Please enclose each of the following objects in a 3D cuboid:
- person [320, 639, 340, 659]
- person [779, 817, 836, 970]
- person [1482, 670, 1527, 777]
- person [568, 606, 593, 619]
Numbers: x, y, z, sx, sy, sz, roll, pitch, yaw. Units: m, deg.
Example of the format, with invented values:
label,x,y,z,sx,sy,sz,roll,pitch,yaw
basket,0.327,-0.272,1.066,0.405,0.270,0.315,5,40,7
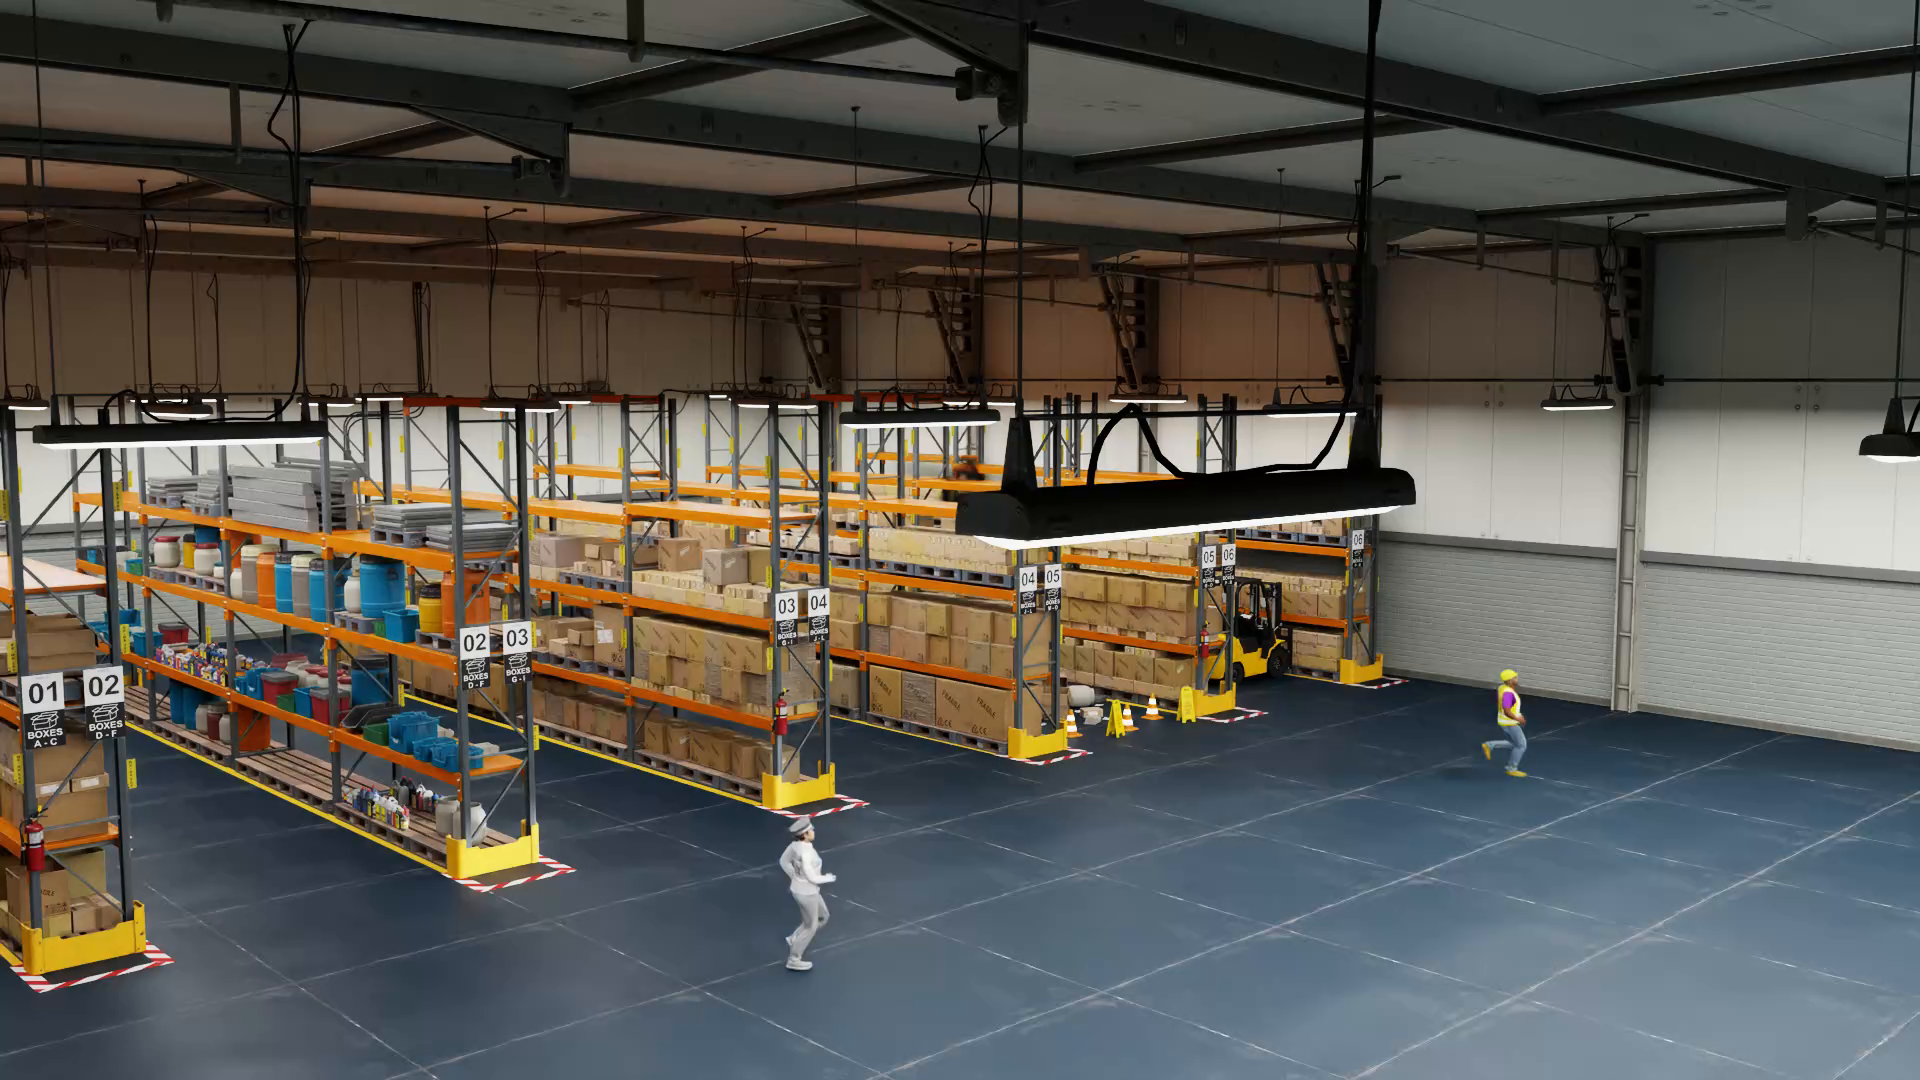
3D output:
label,x,y,z,sx,sy,sz,roll,pitch,yaw
person,-14.135,1.904,37.457,0.552,1.621,0.613,-2,6,-23
person,-1.611,3.777,17.863,0.558,1.659,0.599,-2,6,-19
person,8.730,2.918,26.610,0.661,1.706,0.720,1,6,6
person,-9.481,1.495,41.139,0.939,1.673,0.701,1,6,10
